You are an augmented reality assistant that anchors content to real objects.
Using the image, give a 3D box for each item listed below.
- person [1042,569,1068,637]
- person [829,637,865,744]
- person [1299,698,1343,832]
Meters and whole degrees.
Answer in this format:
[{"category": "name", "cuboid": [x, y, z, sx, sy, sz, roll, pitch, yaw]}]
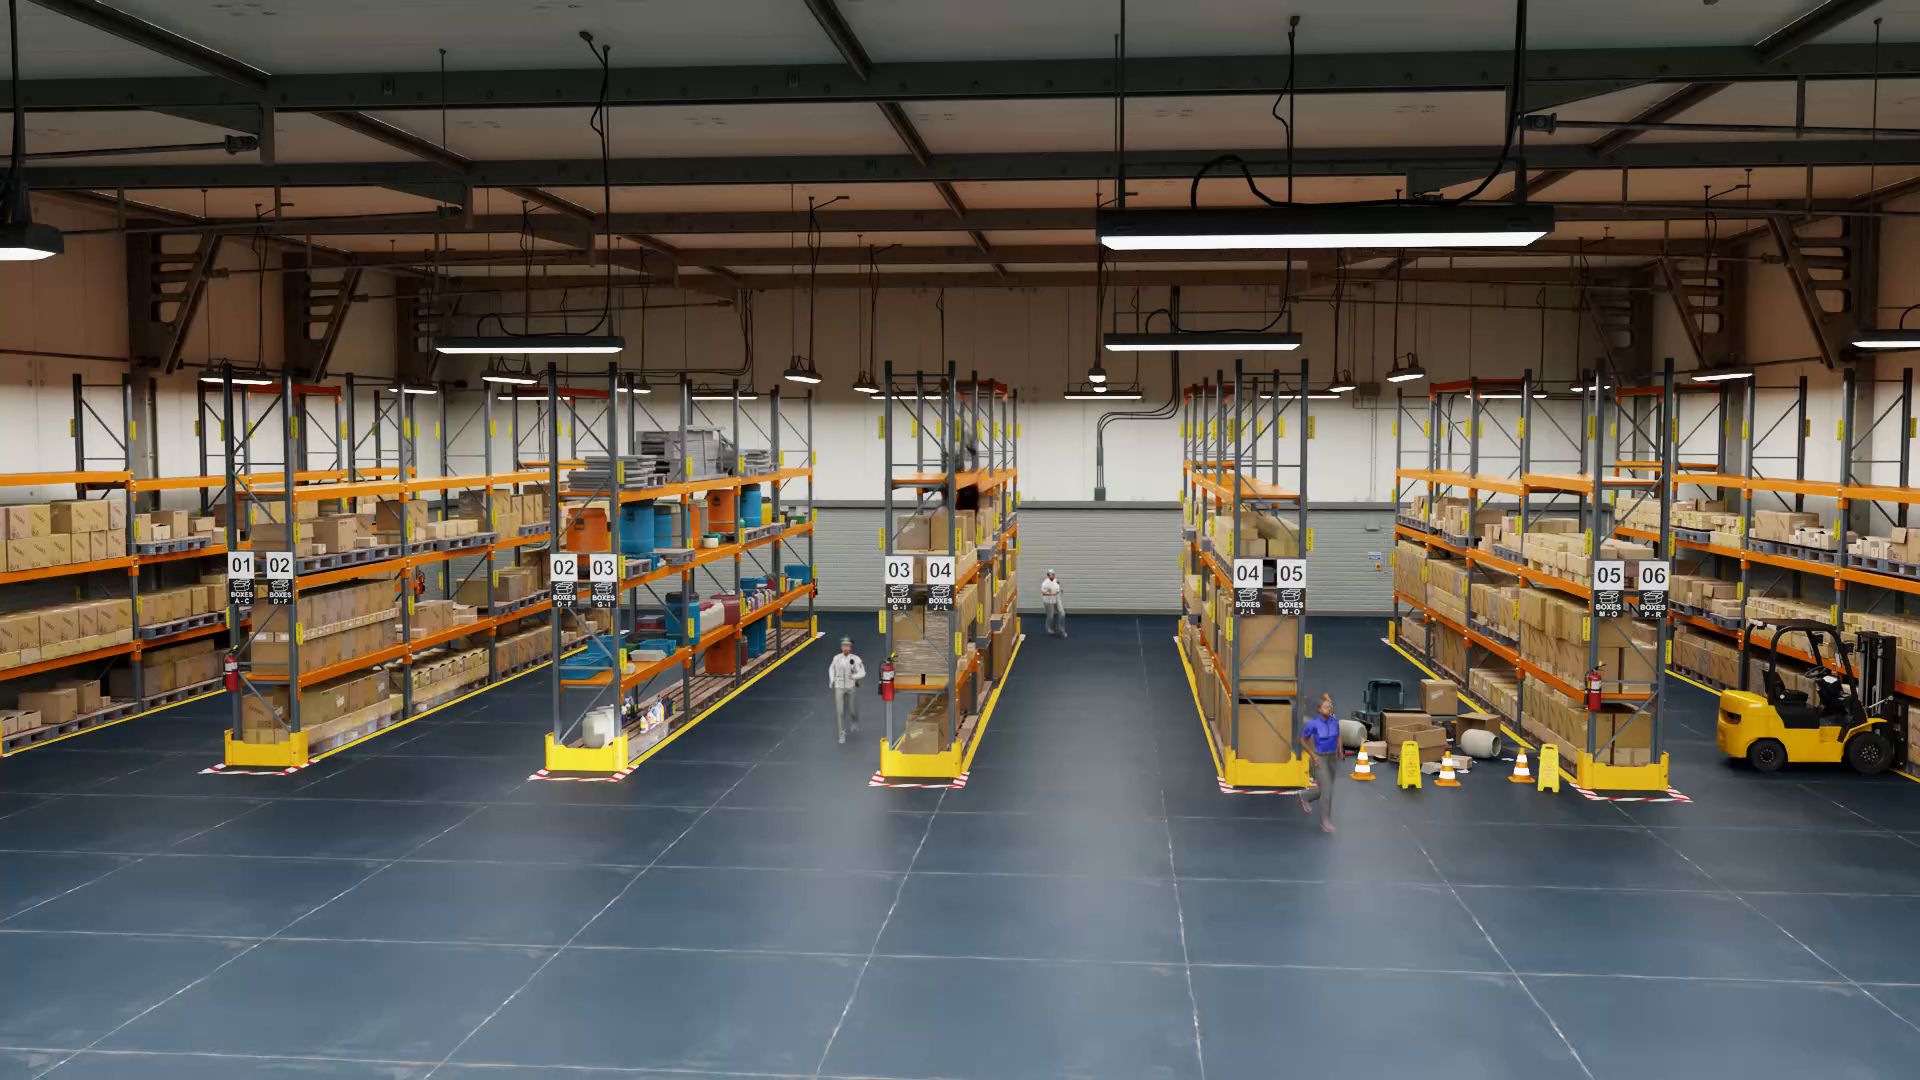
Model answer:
[{"category": "person", "cuboid": [2.199, 1.547, 40.487, 0.678, 1.706, 0.678, -3, 5, -35]}, {"category": "person", "cuboid": [-1.831, 2.392, 26.826, 0.624, 1.669, 0.875, 0, 4, 5]}, {"category": "person", "cuboid": [4.543, 2.808, 21.039, 0.574, 1.663, 0.749, -2, 4, -27]}]
